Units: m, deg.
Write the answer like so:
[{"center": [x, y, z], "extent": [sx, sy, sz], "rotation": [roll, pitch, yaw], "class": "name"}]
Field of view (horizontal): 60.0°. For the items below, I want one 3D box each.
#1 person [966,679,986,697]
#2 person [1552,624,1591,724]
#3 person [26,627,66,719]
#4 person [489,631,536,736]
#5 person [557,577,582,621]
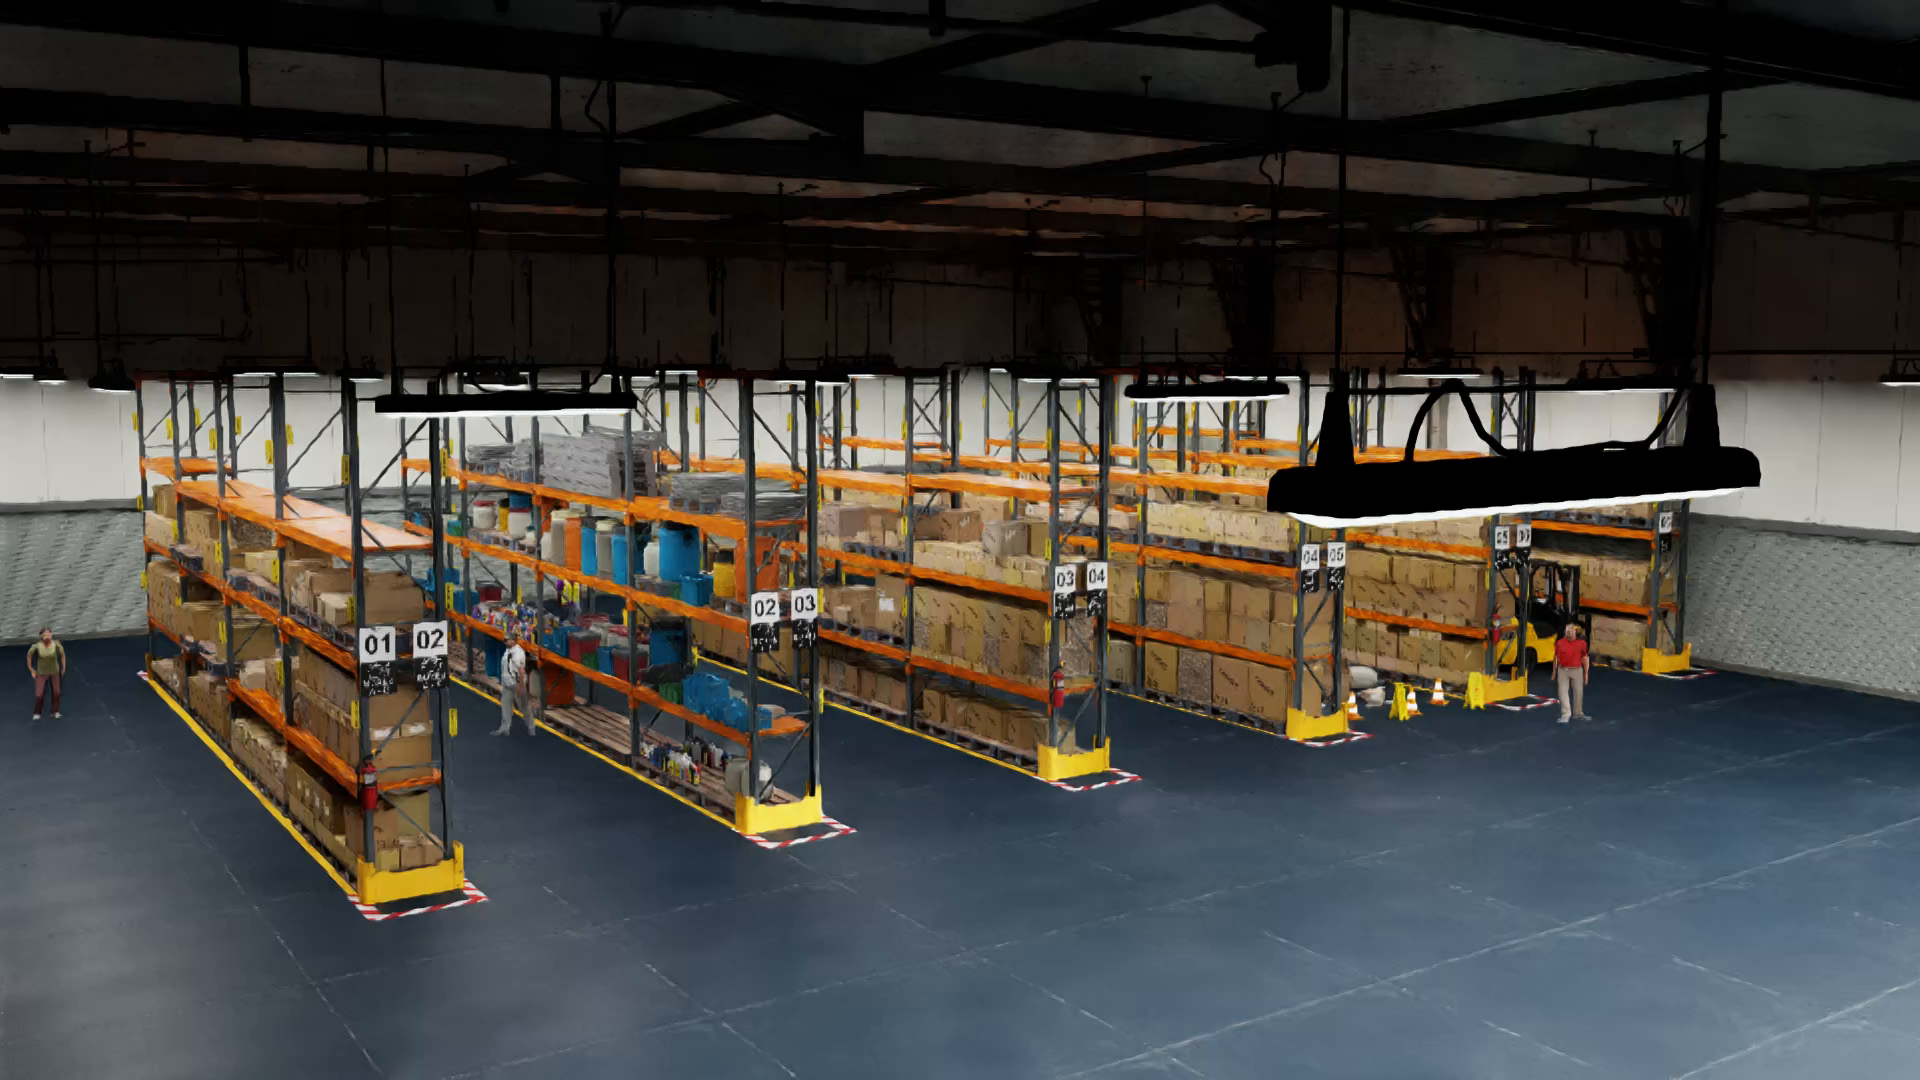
[{"center": [0.324, 2.088, 29.658], "extent": [0.601, 1.783, 0.463], "rotation": [3, 7, 27], "class": "person"}, {"center": [10.496, 2.272, 28.510], "extent": [0.653, 1.716, 0.554], "rotation": [3, 7, 28], "class": "person"}, {"center": [-15.778, 2.295, 28.744], "extent": [0.596, 1.619, 0.507], "rotation": [-5, 8, -36], "class": "person"}, {"center": [-7.431, 2.357, 27.505], "extent": [0.668, 1.742, 0.756], "rotation": [-6, 9, -44], "class": "person"}, {"center": [-8.601, 1.342, 36.698], "extent": [0.577, 1.691, 1.121], "rotation": [-4, 8, -31], "class": "person"}]
